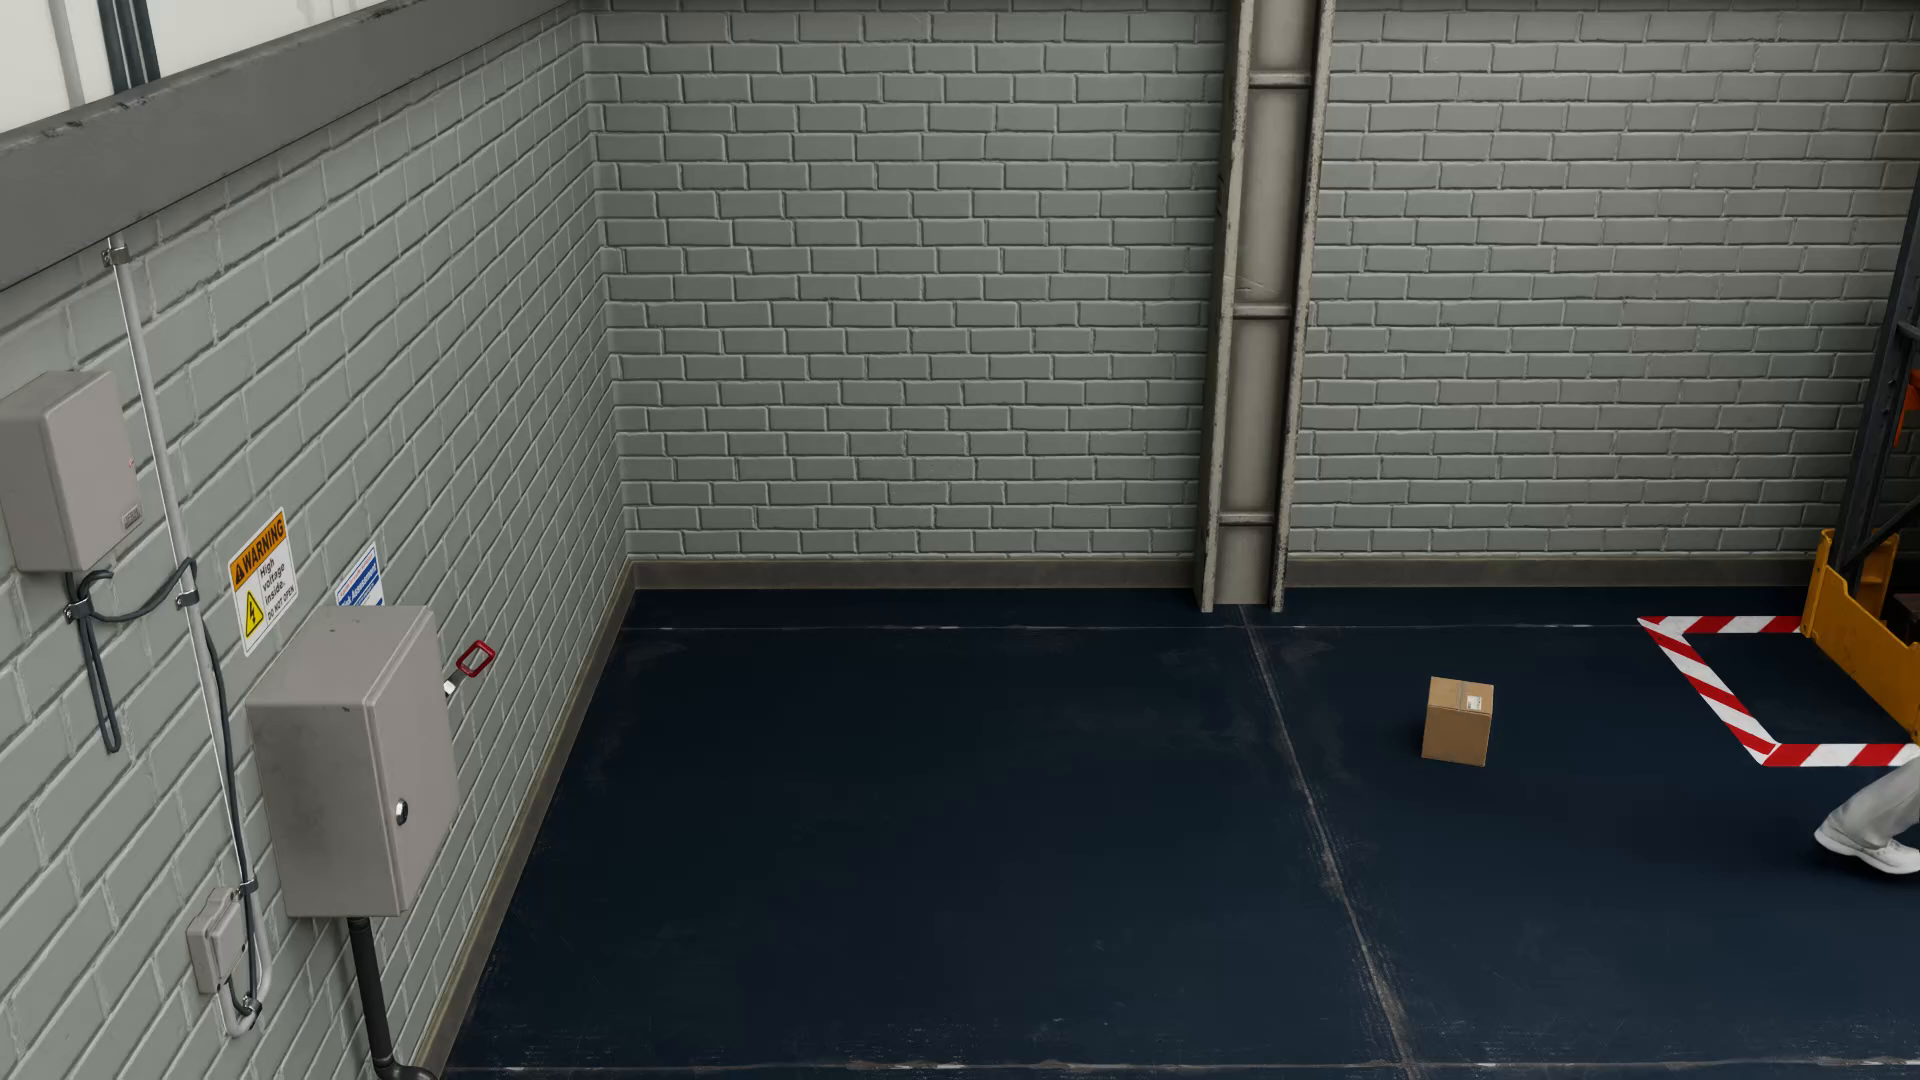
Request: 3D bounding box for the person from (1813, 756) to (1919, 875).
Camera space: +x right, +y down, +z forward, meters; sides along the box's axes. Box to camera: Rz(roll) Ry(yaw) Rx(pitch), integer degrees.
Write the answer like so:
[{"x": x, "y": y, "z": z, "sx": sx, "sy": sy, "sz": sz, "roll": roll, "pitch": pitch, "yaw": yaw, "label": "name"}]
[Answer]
[{"x": 3.686, "y": 0.440, "z": 5.632, "sx": 1.151, "sy": 1.721, "sz": 0.634, "roll": 11, "pitch": 26, "yaw": 23, "label": "person"}]
